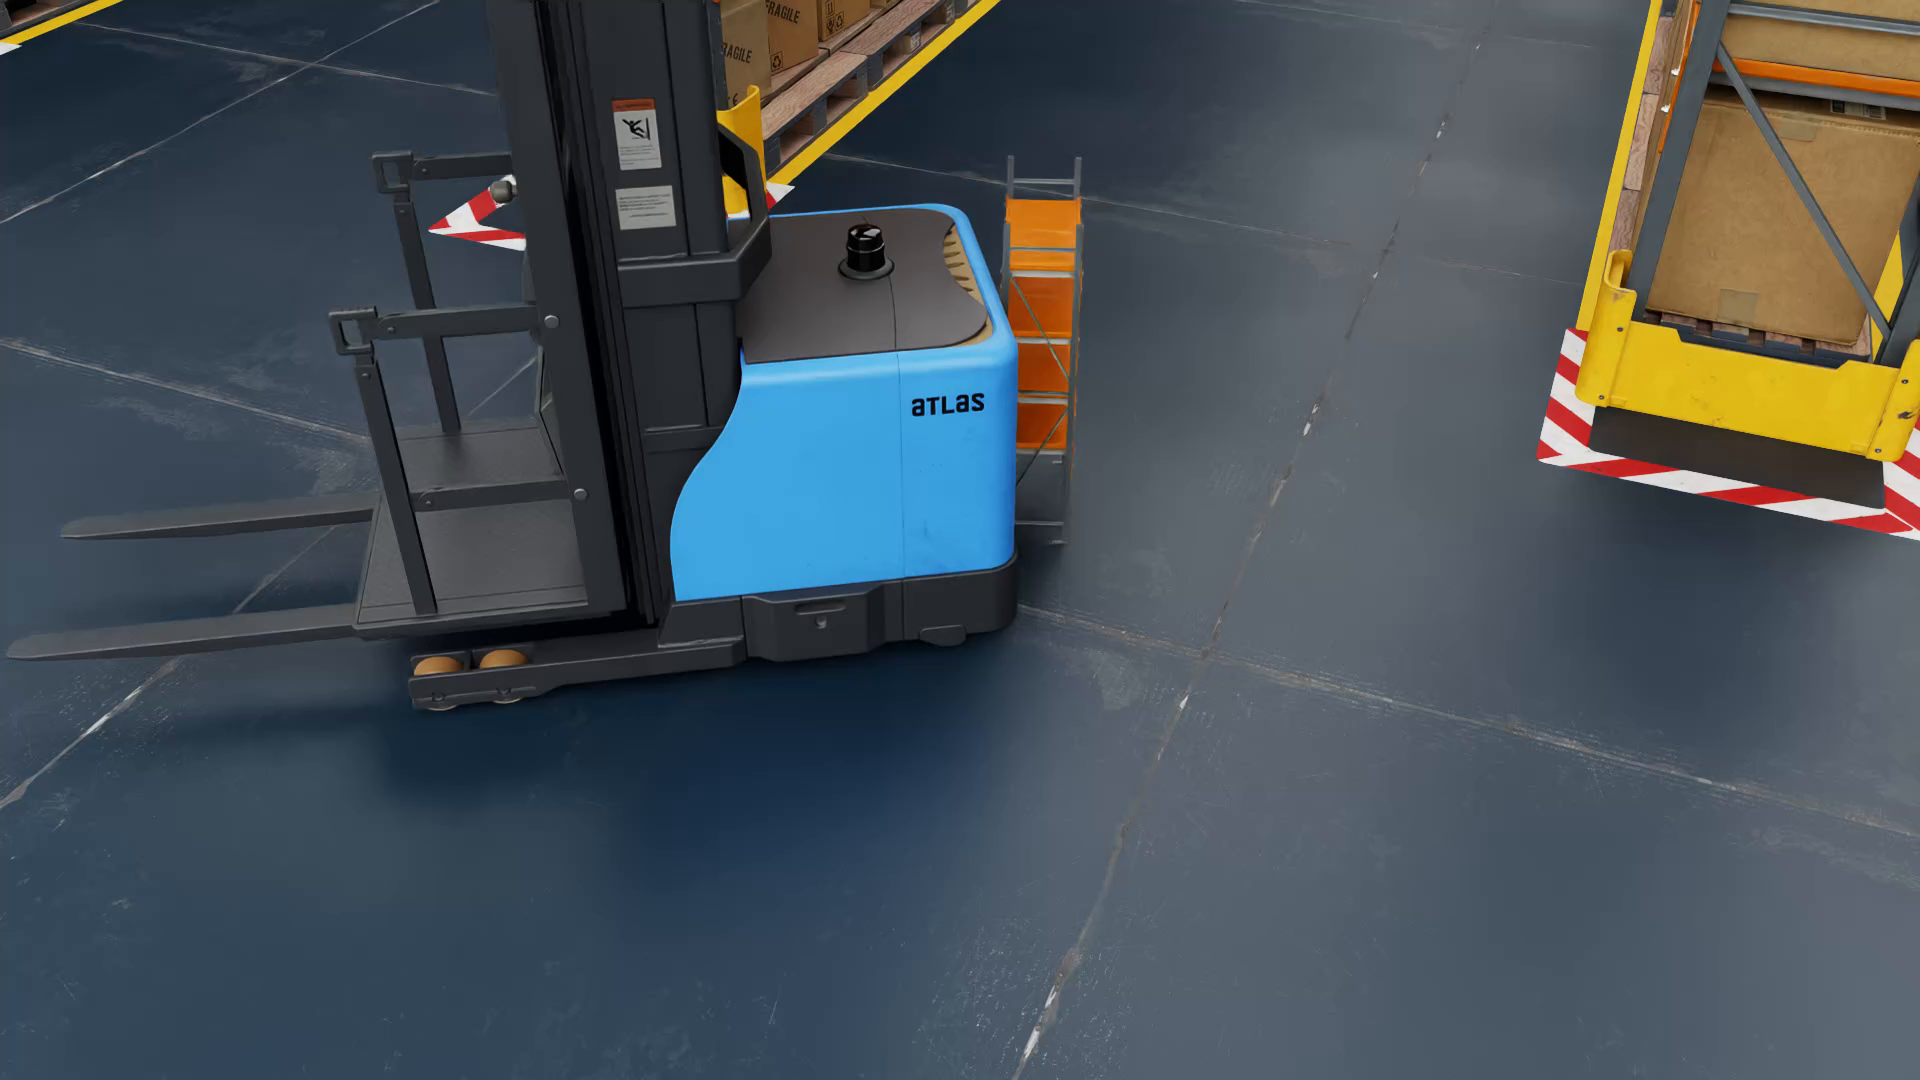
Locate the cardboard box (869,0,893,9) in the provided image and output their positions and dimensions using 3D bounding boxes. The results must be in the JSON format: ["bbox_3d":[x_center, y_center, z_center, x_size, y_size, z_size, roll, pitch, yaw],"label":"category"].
[{"bbox_3d":[-0.587,-3.393,9.522,0.500,0.500,0.500,11,38,14],"label":"cardboard box"}]

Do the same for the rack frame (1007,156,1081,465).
[{"bbox_3d":[0.275,-0.765,5.771,0.240,1.200,0.015,2,37,2],"label":"rack frame"}]

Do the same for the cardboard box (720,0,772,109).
[{"bbox_3d":[-1.293,-2.414,8.211,0.500,0.500,0.500,21,42,26],"label":"cardboard box"}]

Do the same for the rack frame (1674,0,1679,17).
[{"bbox_3d":[4.525,-3.933,8.507,1.000,3.000,0.127,14,39,18],"label":"rack frame"}]

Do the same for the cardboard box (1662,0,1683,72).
[{"bbox_3d":[4.221,-2.918,8.573,0.875,0.875,0.875,14,39,18],"label":"cardboard box"}]

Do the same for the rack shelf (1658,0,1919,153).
[{"bbox_3d":[3.764,-2.538,7.241,1.077,0.370,4.000,14,39,18],"label":"rack shelf"}]

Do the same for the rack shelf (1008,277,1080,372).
[{"bbox_3d":[0.263,-0.744,5.482,0.258,0.148,0.480,2,37,2],"label":"rack shelf"}]

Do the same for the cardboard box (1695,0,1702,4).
[{"bbox_3d":[3.291,-2.304,6.202,0.875,0.550,0.550,14,39,18],"label":"cardboard box"}]

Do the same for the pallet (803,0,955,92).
[{"bbox_3d":[-0.709,-2.945,9.513,1.003,0.211,1.213,14,39,18],"label":"pallet"}]

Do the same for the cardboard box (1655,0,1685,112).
[{"bbox_3d":[3.881,-2.418,7.904,0.875,0.875,0.875,14,39,18],"label":"cardboard box"}]

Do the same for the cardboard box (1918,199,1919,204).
[{"bbox_3d":[4.883,-1.840,7.792,0.500,0.500,0.500,21,42,25],"label":"cardboard box"}]

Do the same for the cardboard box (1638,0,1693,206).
[{"bbox_3d":[3.533,-1.914,7.229,0.875,0.875,0.875,13,39,17],"label":"cardboard box"}]

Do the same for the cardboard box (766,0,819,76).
[{"bbox_3d":[-1.097,-2.752,8.664,0.500,0.500,0.500,25,43,29],"label":"cardboard box"}]

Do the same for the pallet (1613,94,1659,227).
[{"bbox_3d":[3.700,-1.735,7.896,1.003,0.211,1.213,14,39,18],"label":"pallet"}]

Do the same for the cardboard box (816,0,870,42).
[{"bbox_3d":[-0.841,-3.095,9.122,0.500,0.500,0.500,18,40,22],"label":"cardboard box"}]

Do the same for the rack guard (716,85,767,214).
[{"bbox_3d":[-1.517,-1.945,7.935,1.175,0.500,0.348,14,39,18],"label":"rack guard"}]

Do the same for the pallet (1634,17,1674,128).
[{"bbox_3d":[4.163,-2.413,8.802,1.003,0.211,1.213,14,39,18],"label":"pallet"}]

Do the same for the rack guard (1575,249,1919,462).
[{"bbox_3d":[2.994,-0.704,6.275,1.175,0.500,0.348,14,39,18],"label":"rack guard"}]

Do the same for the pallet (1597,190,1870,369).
[{"bbox_3d":[3.235,-1.062,6.995,1.003,0.211,1.213,14,39,18],"label":"pallet"}]

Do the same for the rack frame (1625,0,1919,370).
[{"bbox_3d":[3.003,-1.719,5.544,1.000,3.000,0.127,14,39,18],"label":"rack frame"}]

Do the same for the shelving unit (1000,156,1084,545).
[{"bbox_3d":[0.263,-0.619,5.576,0.258,1.200,0.503,2,37,2],"label":"shelving unit"}]

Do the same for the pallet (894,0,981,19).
[{"bbox_3d":[-0.247,-3.622,10.420,1.003,0.211,1.213,14,39,18],"label":"pallet"}]

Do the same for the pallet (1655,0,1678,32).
[{"bbox_3d":[4.749,-3.261,9.936,1.003,0.211,1.213,14,39,18],"label":"pallet"}]

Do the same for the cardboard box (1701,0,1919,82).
[{"bbox_3d":[3.102,-1.995,5.788,0.875,0.550,0.550,14,39,18],"label":"cardboard box"}]

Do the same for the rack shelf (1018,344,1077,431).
[{"bbox_3d":[0.263,-0.565,5.616,0.258,0.148,0.480,2,37,2],"label":"rack shelf"}]

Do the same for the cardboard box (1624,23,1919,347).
[{"bbox_3d":[3.200,-1.426,6.577,0.875,0.875,0.875,14,39,18],"label":"cardboard box"}]

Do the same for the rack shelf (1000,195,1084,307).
[{"bbox_3d":[0.263,-0.933,5.340,0.258,0.148,0.480,2,37,2],"label":"rack shelf"}]

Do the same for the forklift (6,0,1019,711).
[{"bbox_3d":[-1.383,-0.997,4.636,3.031,2.935,1.130,-6,37,-8],"label":"forklift"}]

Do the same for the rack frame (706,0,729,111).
[{"bbox_3d":[-1.546,-2.905,7.131,1.000,3.000,0.127,14,39,18],"label":"rack frame"}]

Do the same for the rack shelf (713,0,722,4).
[{"bbox_3d":[-0.785,-3.724,8.827,1.077,0.370,4.000,14,39,18],"label":"rack shelf"}]

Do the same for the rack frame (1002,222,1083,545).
[{"bbox_3d":[0.252,-0.473,5.380,0.240,1.200,0.015,2,37,2],"label":"rack frame"}]

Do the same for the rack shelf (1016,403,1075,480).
[{"bbox_3d":[0.263,-0.406,5.735,0.258,0.148,0.480,2,37,2],"label":"rack shelf"}]

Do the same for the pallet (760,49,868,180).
[{"bbox_3d":[-1.175,-2.272,8.613,1.003,0.211,1.213,14,39,18],"label":"pallet"}]
